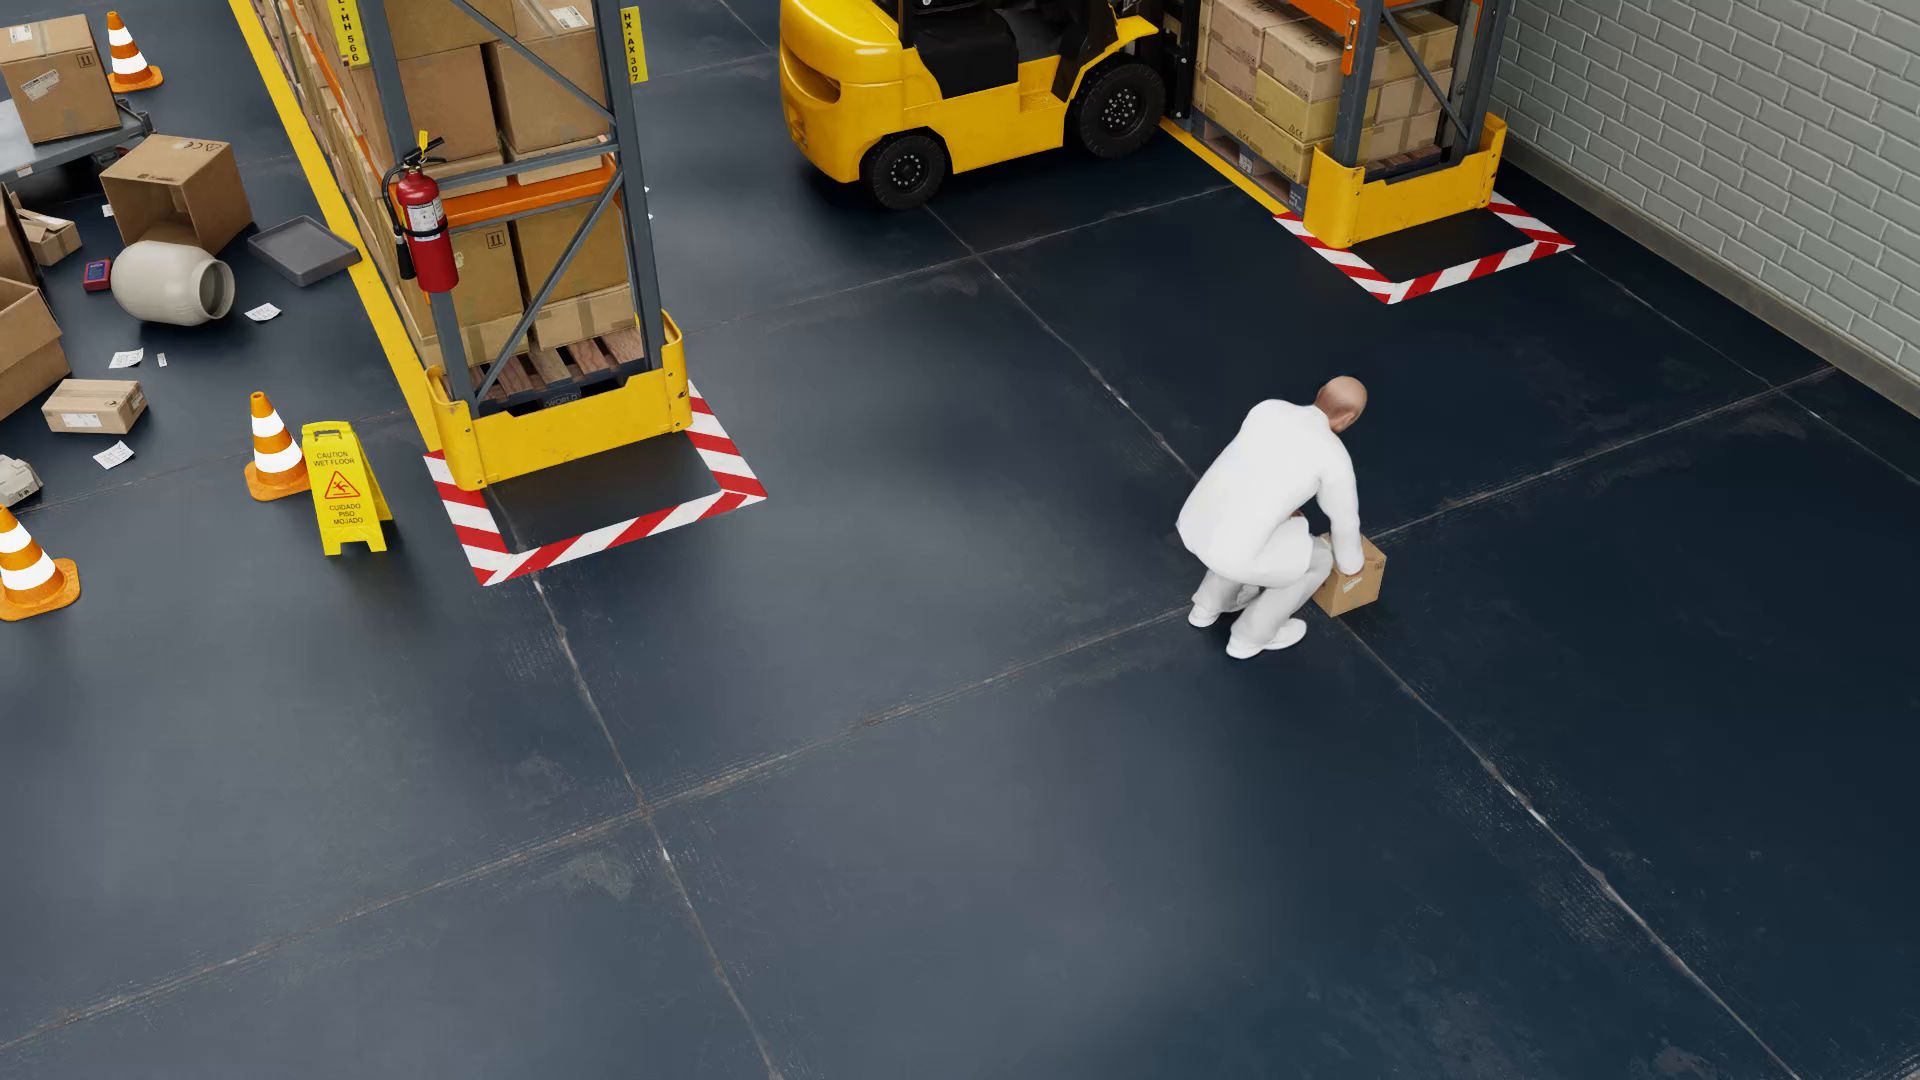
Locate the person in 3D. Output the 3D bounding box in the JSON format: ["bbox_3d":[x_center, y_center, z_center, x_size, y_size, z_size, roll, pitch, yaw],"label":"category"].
[{"bbox_3d":[1.264,-0.092,6.778,0.854,1.125,0.616,-19,44,-21],"label":"person"}]
